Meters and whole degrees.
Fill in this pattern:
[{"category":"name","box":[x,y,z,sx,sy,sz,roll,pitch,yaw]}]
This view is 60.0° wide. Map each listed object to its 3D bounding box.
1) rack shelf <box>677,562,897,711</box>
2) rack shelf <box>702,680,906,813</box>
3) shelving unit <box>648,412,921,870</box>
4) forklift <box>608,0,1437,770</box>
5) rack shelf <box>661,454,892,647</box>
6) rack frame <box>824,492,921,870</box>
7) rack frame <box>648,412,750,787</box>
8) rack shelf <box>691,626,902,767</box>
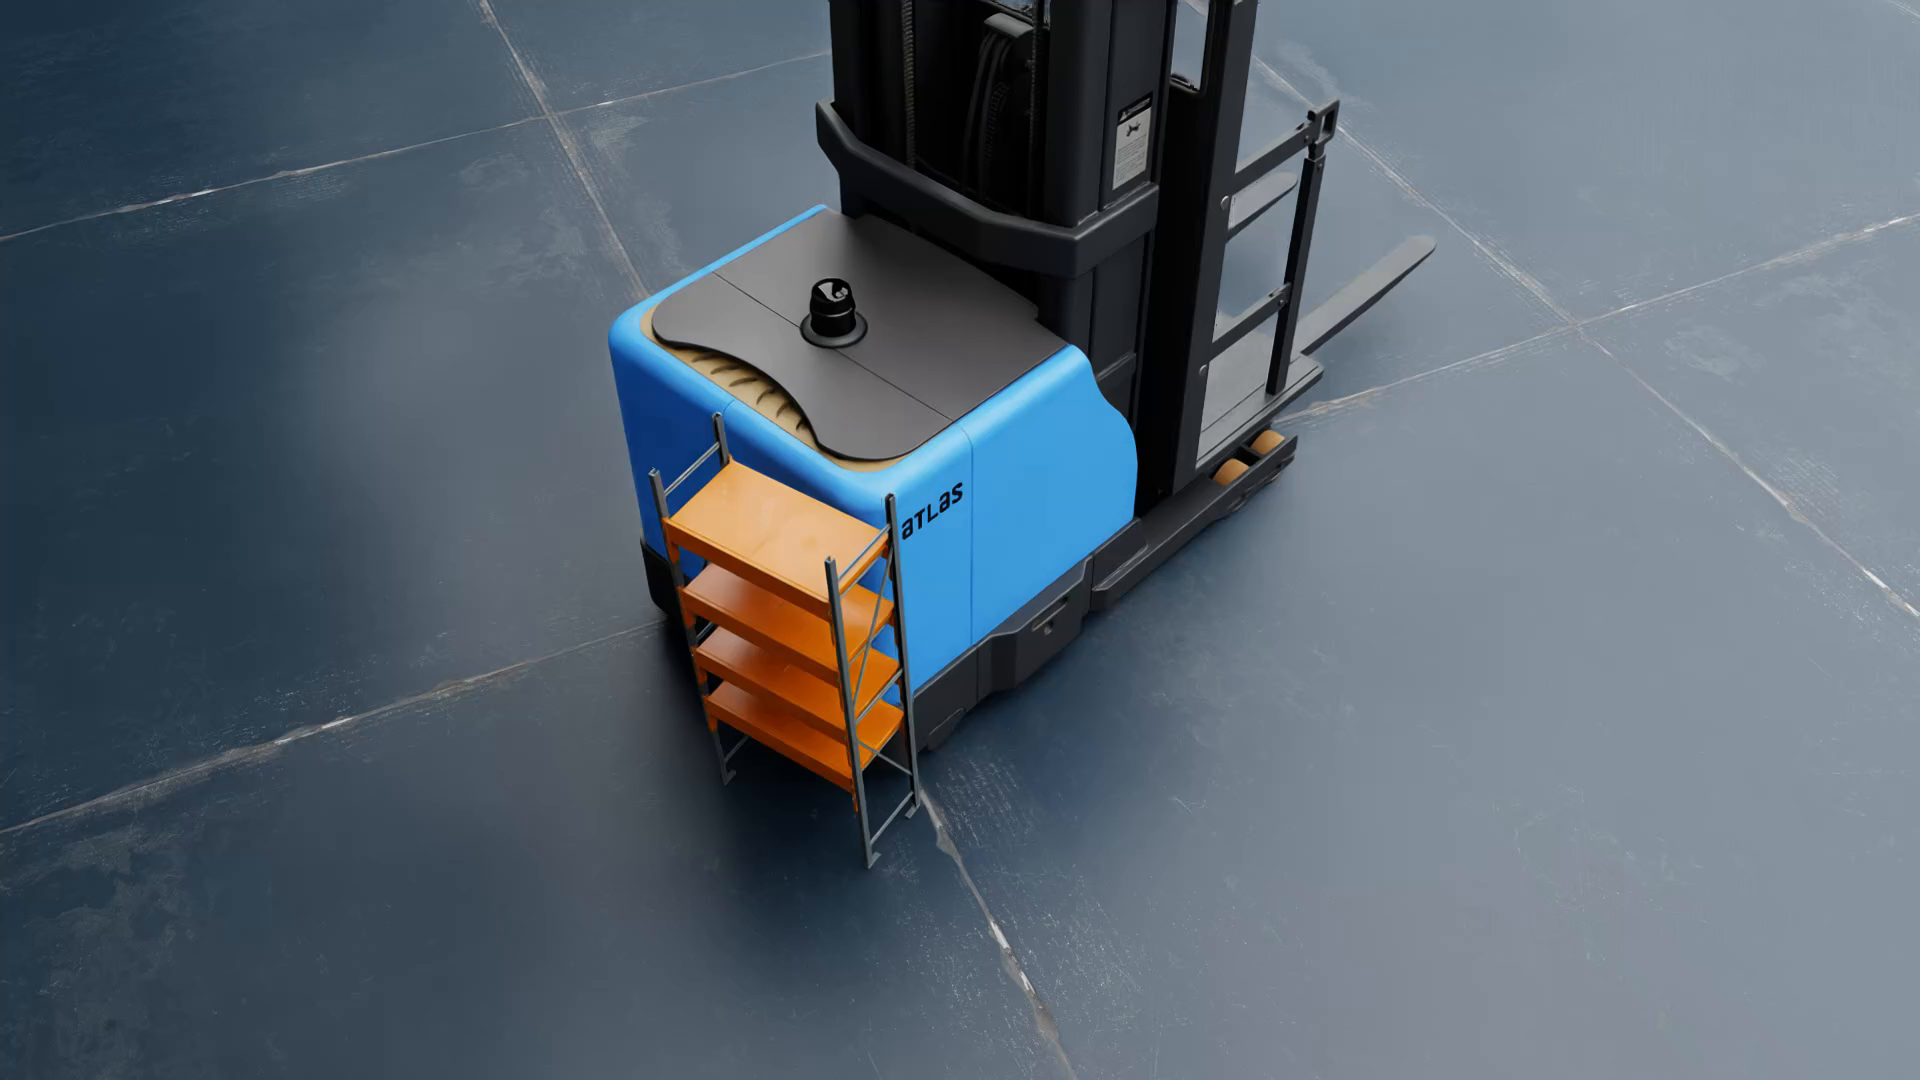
[{"category":"rack shelf","box":[-0.404,0.179,3.983,0.480,0.148,0.258,25,53,23]},{"category":"rack shelf","box":[-0.392,0.467,4.291,0.480,0.148,0.258,25,53,23]},{"category":"shelving unit","box":[-0.400,0.286,4.097,0.503,1.200,0.258,25,53,23]},{"category":"forklift","box":[0.449,-1.361,4.543,1.130,2.935,3.031,34,54,29]},{"category":"rack shelf","box":[-0.411,0.018,3.810,0.480,0.148,0.258,25,53,23]},{"category":"rack frame","box":[-0.197,0.381,4.000,0.015,1.200,0.240,25,53,23]},{"category":"rack frame","box":[-0.603,0.191,4.193,0.015,1.200,0.240,25,53,23]},{"category":"rack shelf","box":[-0.398,0.332,4.146,0.480,0.148,0.258,25,53,23]}]
